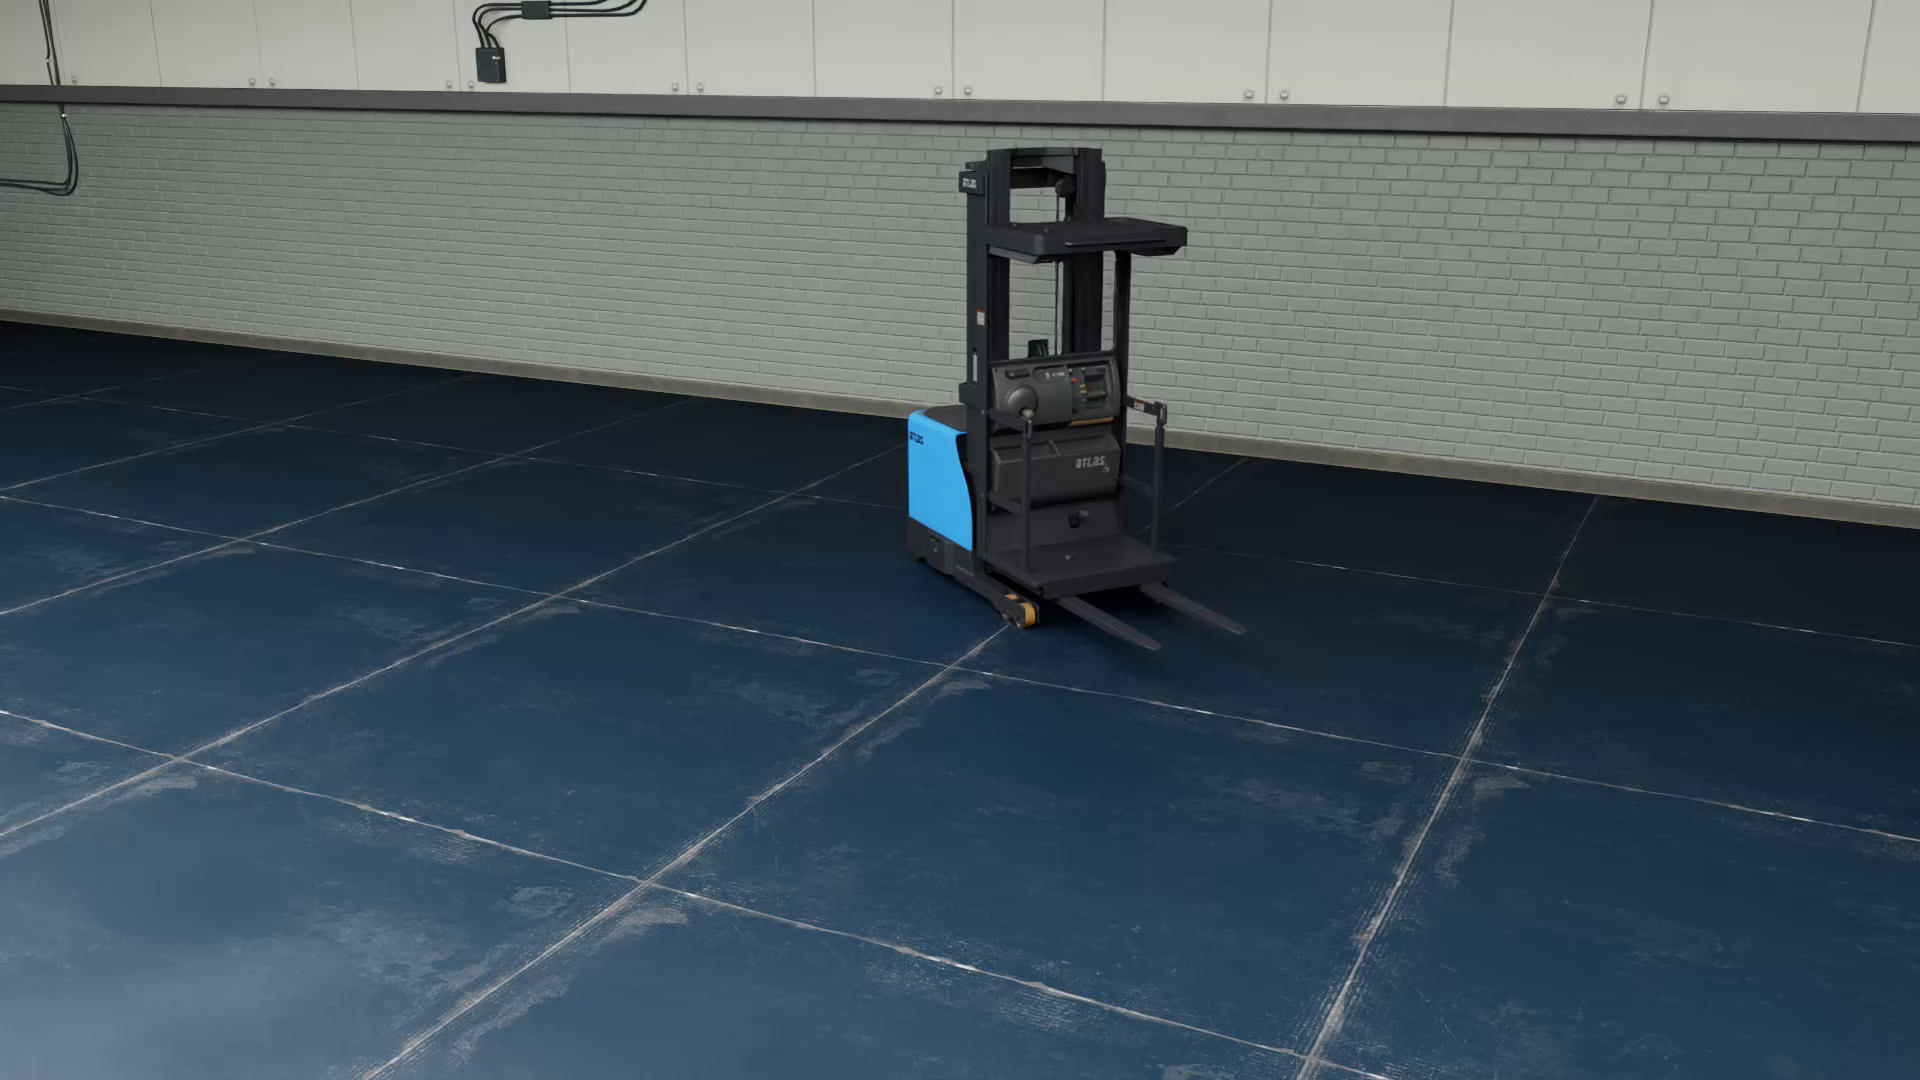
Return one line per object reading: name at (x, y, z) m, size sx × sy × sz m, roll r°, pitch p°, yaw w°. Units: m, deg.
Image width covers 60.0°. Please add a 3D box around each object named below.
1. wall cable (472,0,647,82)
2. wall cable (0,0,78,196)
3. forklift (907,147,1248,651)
wall cable at (-4.120, -7.649, 16.500) m, size 2.305 × 6.003 × 0.169 m, roll 8°, pitch 18°, yaw 25°
wall cable at (-12.606, -5.742, 21.506) m, size 3.097 × 2.526 × 0.112 m, roll 8°, pitch 18°, yaw 25°
forklift at (0.731, -0.985, 10.692) m, size 1.130 × 2.935 × 3.031 m, roll -8°, pitch 18°, yaw -26°
